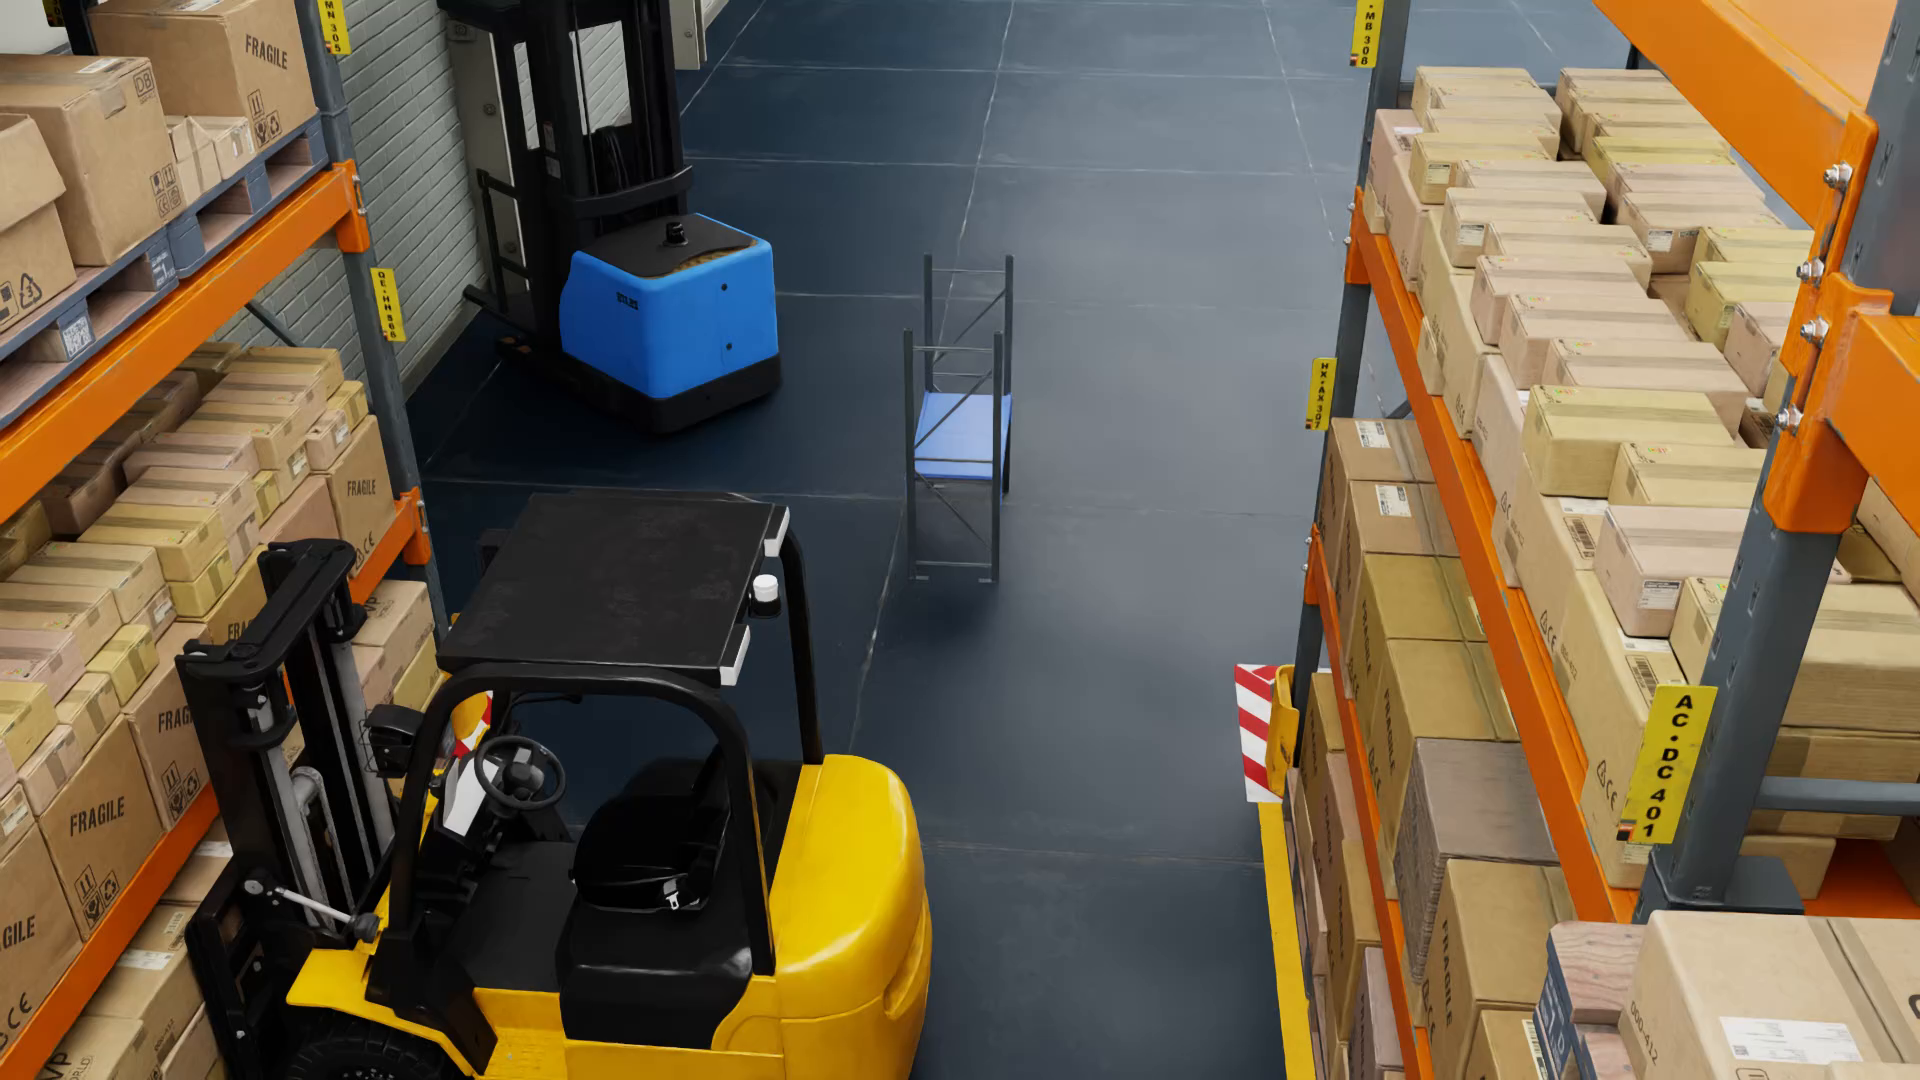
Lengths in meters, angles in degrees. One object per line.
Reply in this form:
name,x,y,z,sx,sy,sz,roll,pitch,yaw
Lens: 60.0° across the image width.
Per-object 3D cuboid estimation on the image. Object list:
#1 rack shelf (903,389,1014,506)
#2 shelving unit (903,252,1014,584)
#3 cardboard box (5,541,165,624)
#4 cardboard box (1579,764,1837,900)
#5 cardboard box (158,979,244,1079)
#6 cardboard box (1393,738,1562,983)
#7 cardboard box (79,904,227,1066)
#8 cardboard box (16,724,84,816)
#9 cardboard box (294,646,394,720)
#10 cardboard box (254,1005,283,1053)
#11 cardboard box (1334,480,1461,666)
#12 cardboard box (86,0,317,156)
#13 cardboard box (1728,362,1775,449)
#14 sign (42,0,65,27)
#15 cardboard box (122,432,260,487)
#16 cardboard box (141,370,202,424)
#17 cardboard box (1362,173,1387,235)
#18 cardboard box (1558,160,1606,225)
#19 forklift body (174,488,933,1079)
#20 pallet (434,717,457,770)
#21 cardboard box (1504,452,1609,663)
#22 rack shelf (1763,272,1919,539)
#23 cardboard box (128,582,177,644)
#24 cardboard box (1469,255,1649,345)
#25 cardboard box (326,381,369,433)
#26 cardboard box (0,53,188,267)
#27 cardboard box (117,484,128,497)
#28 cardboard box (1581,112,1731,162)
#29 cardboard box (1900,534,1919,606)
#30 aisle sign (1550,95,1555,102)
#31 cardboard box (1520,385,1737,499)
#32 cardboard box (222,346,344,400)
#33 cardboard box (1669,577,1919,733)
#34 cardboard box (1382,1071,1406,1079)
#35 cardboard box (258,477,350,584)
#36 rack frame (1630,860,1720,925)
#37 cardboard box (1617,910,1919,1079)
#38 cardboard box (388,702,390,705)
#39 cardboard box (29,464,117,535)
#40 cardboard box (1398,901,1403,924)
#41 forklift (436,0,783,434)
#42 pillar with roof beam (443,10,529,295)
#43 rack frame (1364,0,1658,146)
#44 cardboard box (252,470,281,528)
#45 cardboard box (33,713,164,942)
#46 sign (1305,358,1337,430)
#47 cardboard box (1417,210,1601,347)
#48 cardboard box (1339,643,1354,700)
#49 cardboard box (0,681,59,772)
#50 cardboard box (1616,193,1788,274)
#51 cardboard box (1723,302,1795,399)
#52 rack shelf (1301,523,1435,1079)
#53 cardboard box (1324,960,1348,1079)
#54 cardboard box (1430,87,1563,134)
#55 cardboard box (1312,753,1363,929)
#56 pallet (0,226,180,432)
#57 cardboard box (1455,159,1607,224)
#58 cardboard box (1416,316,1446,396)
rack shelf,0.007,-0.530,9.304,0.538,0.185,1.000,2,32,4
shelving unit,0.007,-0.683,9.209,0.538,1.500,1.048,2,32,4
cardboard box,-2.862,0.138,5.450,0.380,0.149,0.250,3,32,5
cardboard box,1.419,0.538,3.179,0.380,0.149,0.250,3,32,4
cardboard box,-2.811,1.690,5.674,0.500,0.250,0.500,2,32,4
cardboard box,1.559,0.933,4.778,0.500,0.500,0.500,3,32,5
cardboard box,-2.817,1.475,5.545,0.500,0.250,0.500,3,32,6
cardboard box,-2.832,0.666,4.877,0.380,0.149,0.250,2,32,3
cardboard box,-2.687,0.672,6.848,0.500,0.250,0.500,3,32,5
cardboard box,-2.767,1.629,6.248,0.500,0.250,0.500,3,32,6
cardboard box,1.669,0.132,6.078,0.500,0.500,0.500,3,32,5
cardboard box,-2.717,-1.714,6.003,0.500,0.500,0.500,3,32,6
cardboard box,2.093,-0.203,4.001,0.500,0.250,0.500,3,32,4
sign,-3.477,-2.125,6.352,0.100,0.325,0.005,2,32,4
cardboard box,-2.821,-0.269,6.111,0.380,0.149,0.250,3,32,4
cardboard box,-3.249,-0.558,6.579,0.380,0.149,0.250,4,32,6
cardboard box,1.673,-1.216,6.024,0.380,0.149,0.250,2,32,4
cardboard box,2.194,-1.004,5.300,0.500,0.250,0.500,2,32,3
forklift body,-1.260,1.015,5.832,2.313,2.155,1.214,2,32,4
pallet,-2.945,1.173,7.425,1.003,0.211,1.213,2,32,4
cardboard box,1.505,0.040,3.607,0.500,0.250,0.500,2,32,3
rack shelf,1.535,0.855,0.633,1.077,0.370,4.000,2,32,4
cardboard box,-2.864,0.258,5.540,0.380,0.149,0.250,2,32,4
cardboard box,1.537,-0.613,4.286,0.380,0.149,0.250,3,32,5
cardboard box,-2.673,-0.541,6.835,0.380,0.149,0.250,3,32,5
cardboard box,-2.901,-1.183,5.141,0.700,0.500,0.500,3,32,4
cardboard box,-3.277,-0.166,6.227,0.380,0.149,0.250,1,32,2
cardboard box,2.228,-1.258,5.333,0.380,0.149,0.250,2,32,3
cardboard box,2.041,0.089,3.147,0.380,0.149,0.250,3,32,5
aisle sign,2.317,-1.332,6.355,0.394,0.787,0.004,2,32,4
cardboard box,1.451,-0.211,3.634,0.380,0.149,0.250,3,32,5
cardboard box,-2.743,-0.664,6.752,0.380,0.149,0.250,3,32,4
cardboard box,1.506,0.202,2.964,0.380,0.149,0.250,3,32,5
cardboard box,1.518,1.972,4.977,0.500,0.500,0.500,3,32,5
cardboard box,-2.754,0.081,6.444,0.500,0.500,0.500,3,32,6
rack frame,1.698,1.886,3.610,1.000,3.000,0.127,2,32,4
cardboard box,1.250,0.783,2.285,0.500,0.250,0.500,2,32,3
cardboard box,-2.704,0.893,6.966,0.500,0.250,0.500,2,32,4
cardboard box,-3.258,-0.153,5.922,0.380,0.149,0.250,3,32,6
cardboard box,1.550,1.148,5.047,0.380,0.149,0.250,2,32,3
forklift,-2.580,-2.588,10.935,3.031,2.935,1.130,27,41,37
pillar with roof beam,0.900,-5.597,10.036,9.100,9.000,0.400,2,32,4
rack frame,2.023,-2.759,5.430,1.000,3.000,0.127,2,32,4
cardboard box,-2.778,-0.144,6.191,0.380,0.149,0.250,2,32,4
cardboard box,-2.888,0.875,5.156,0.500,0.500,0.500,2,32,3
sign,1.482,-0.597,6.815,0.100,0.325,0.005,2,32,4
cardboard box,1.649,-0.759,4.904,0.500,0.250,0.500,3,32,5
cardboard box,1.614,0.469,6.150,0.380,0.149,0.250,3,32,5
cardboard box,-2.868,0.535,4.805,0.380,0.149,0.250,2,32,3
cardboard box,2.082,-0.864,4.694,0.380,0.149,0.250,2,32,3
cardboard box,2.100,-0.457,4.034,0.380,0.149,0.250,2,32,3
rack shelf,1.860,1.147,5.496,1.077,0.370,4.000,2,32,4
cardboard box,1.601,1.749,6.054,0.500,0.250,0.500,5,32,7
cardboard box,1.786,-1.405,5.572,0.380,0.149,0.250,2,32,4
cardboard box,1.642,1.163,6.289,0.500,0.500,0.500,1,32,2
pallet,-3.104,-0.646,4.945,1.003,0.211,1.213,2,32,4
cardboard box,1.685,-1.016,4.939,0.380,0.149,0.250,2,32,4
cardboard box,1.571,-0.540,4.928,0.380,0.149,0.250,3,32,5
